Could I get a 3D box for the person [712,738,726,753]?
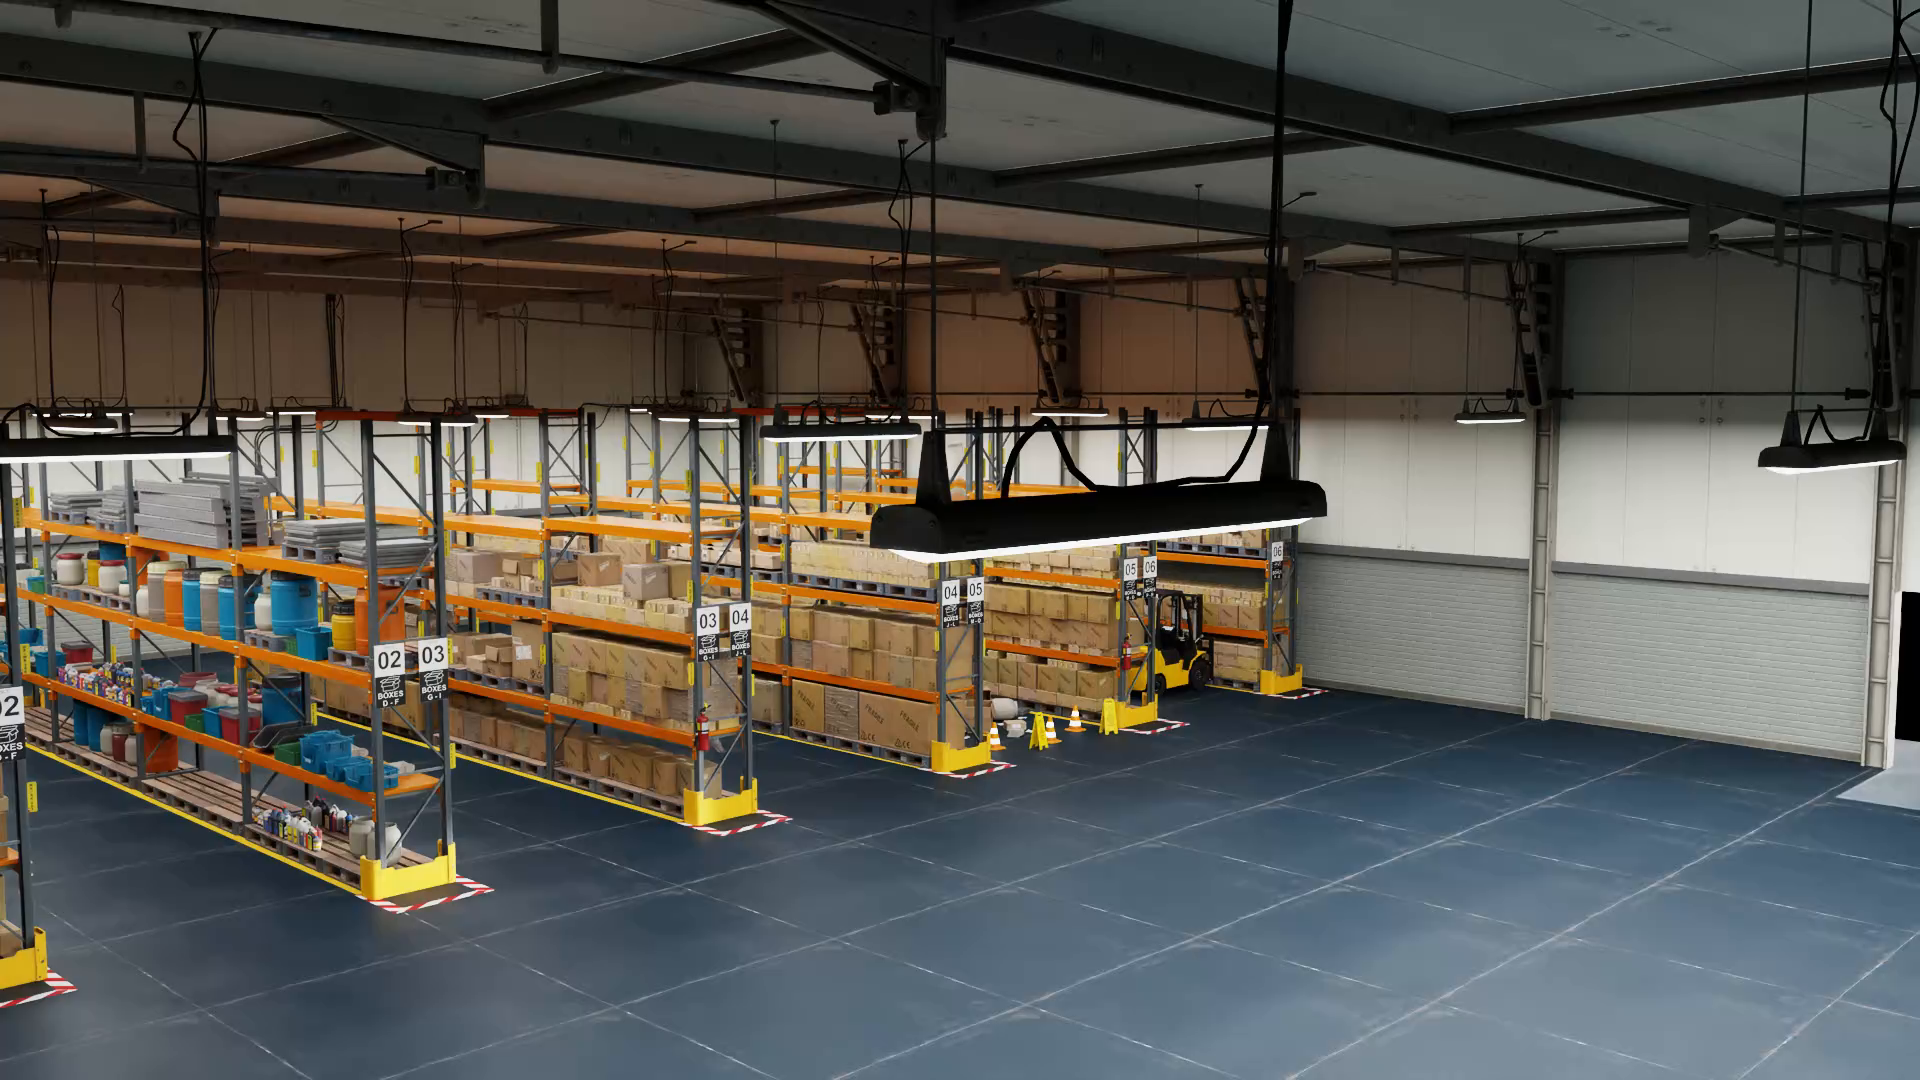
[{"bbox_3d":[-4.465,2.877,29.488,0.867,1.728,0.562,3,6,30],"label":"person"}]
